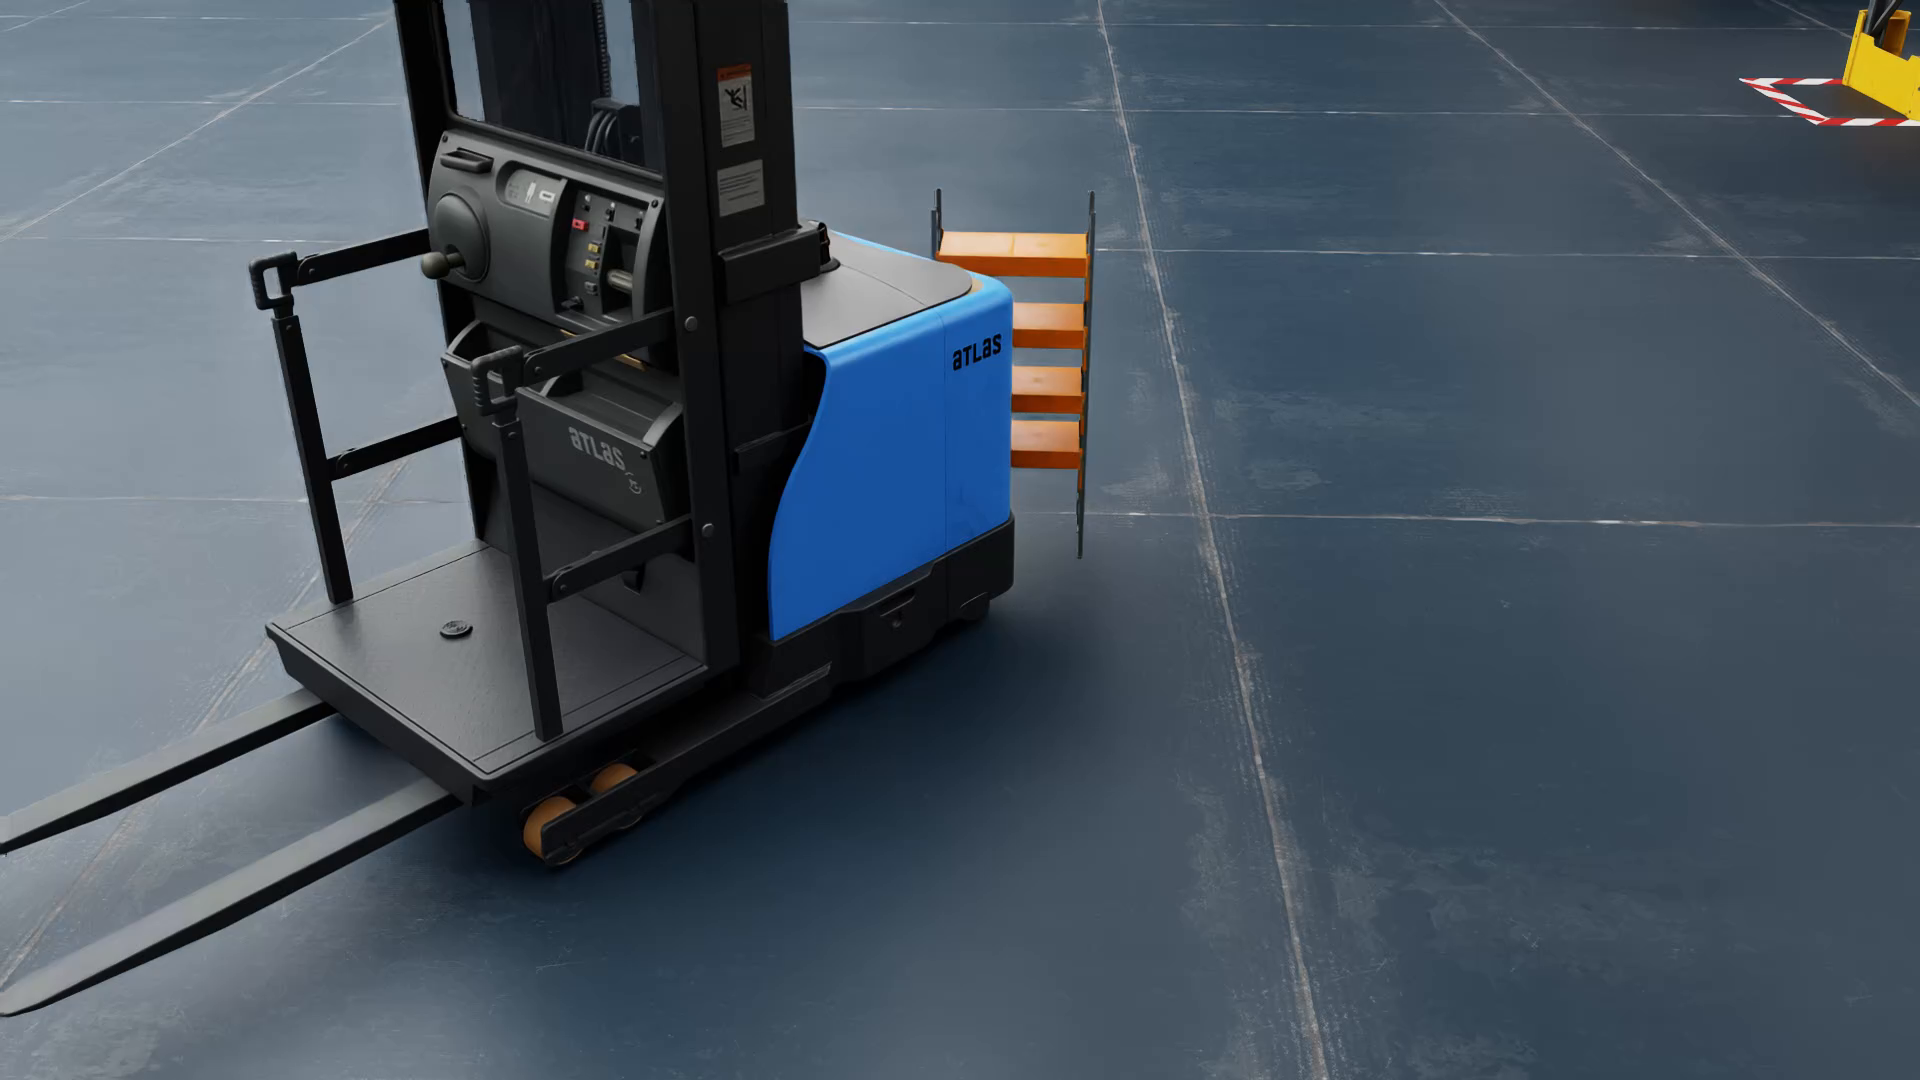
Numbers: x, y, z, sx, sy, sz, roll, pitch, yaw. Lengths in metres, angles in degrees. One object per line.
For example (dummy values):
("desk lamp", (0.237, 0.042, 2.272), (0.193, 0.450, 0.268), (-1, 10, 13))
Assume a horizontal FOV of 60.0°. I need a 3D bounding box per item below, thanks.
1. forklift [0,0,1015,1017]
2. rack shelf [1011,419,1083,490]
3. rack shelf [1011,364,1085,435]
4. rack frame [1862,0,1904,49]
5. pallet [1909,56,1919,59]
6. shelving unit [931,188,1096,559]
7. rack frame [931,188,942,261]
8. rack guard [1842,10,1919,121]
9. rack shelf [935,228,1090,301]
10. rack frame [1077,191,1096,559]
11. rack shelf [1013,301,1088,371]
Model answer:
("forklift", (-1.193, -0.745, 4.027), (1.130, 2.935, 3.031), (23, 36, 37))
("rack shelf", (0.170, -0.296, 5.594), (0.480, 0.148, 0.258), (2, 28, 3))
("rack shelf", (0.170, -0.471, 5.501), (0.480, 0.148, 0.258), (2, 28, 3))
("rack frame", (6.404, -4.350, 10.753), (0.127, 3.000, 1.000), (1, 28, 2))
("pallet", (7.290, -3.087, 11.347), (1.213, 0.211, 1.003), (1, 28, 2))
("shelving unit", (0.170, -0.530, 5.469), (0.503, 1.200, 0.258), (2, 28, 3))
("rack frame", (-0.074, -0.537, 5.482), (0.015, 1.200, 0.240), (2, 28, 3))
("rack guard", (6.480, -3.244, 11.336), (0.348, 0.500, 1.175), (1, 28, 2))
("rack shelf", (0.170, -0.878, 5.285), (0.480, 0.148, 0.258), (2, 28, 3))
("rack frame", (0.414, -0.524, 5.457), (0.015, 1.200, 0.240), (2, 28, 3))
("rack shelf", (0.170, -0.669, 5.396), (0.480, 0.148, 0.258), (2, 28, 3))
